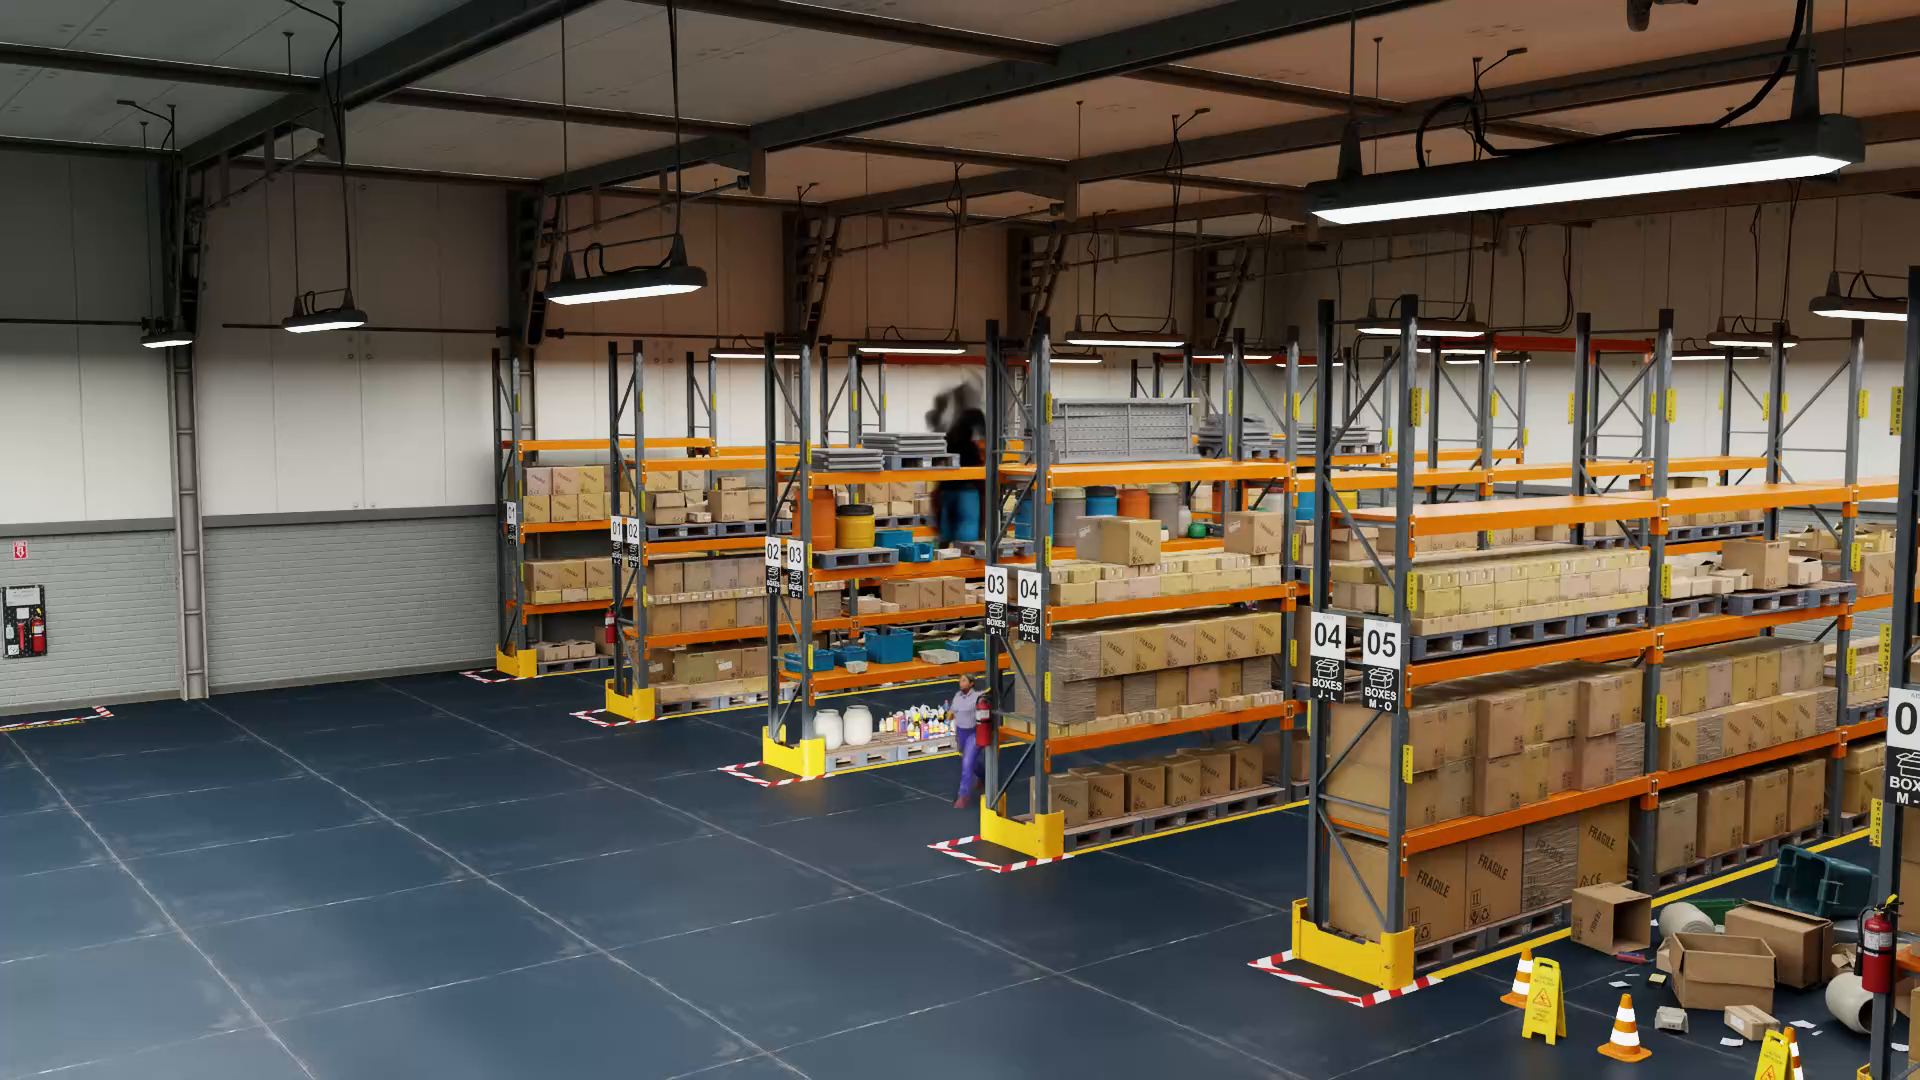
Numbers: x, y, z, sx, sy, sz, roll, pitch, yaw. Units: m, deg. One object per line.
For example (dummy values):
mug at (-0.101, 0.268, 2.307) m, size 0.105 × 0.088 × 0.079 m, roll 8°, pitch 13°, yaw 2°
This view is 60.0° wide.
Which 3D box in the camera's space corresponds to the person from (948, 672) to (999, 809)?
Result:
person at (0.171, 2.501, 21.065) m, size 0.614 × 1.677 × 0.930 m, roll 4°, pitch 7°, yaw 41°

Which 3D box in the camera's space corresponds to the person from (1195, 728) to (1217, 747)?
person at (3.410, 2.269, 23.174) m, size 0.733 × 1.834 × 0.671 m, roll -4°, pitch 6°, yaw -39°
